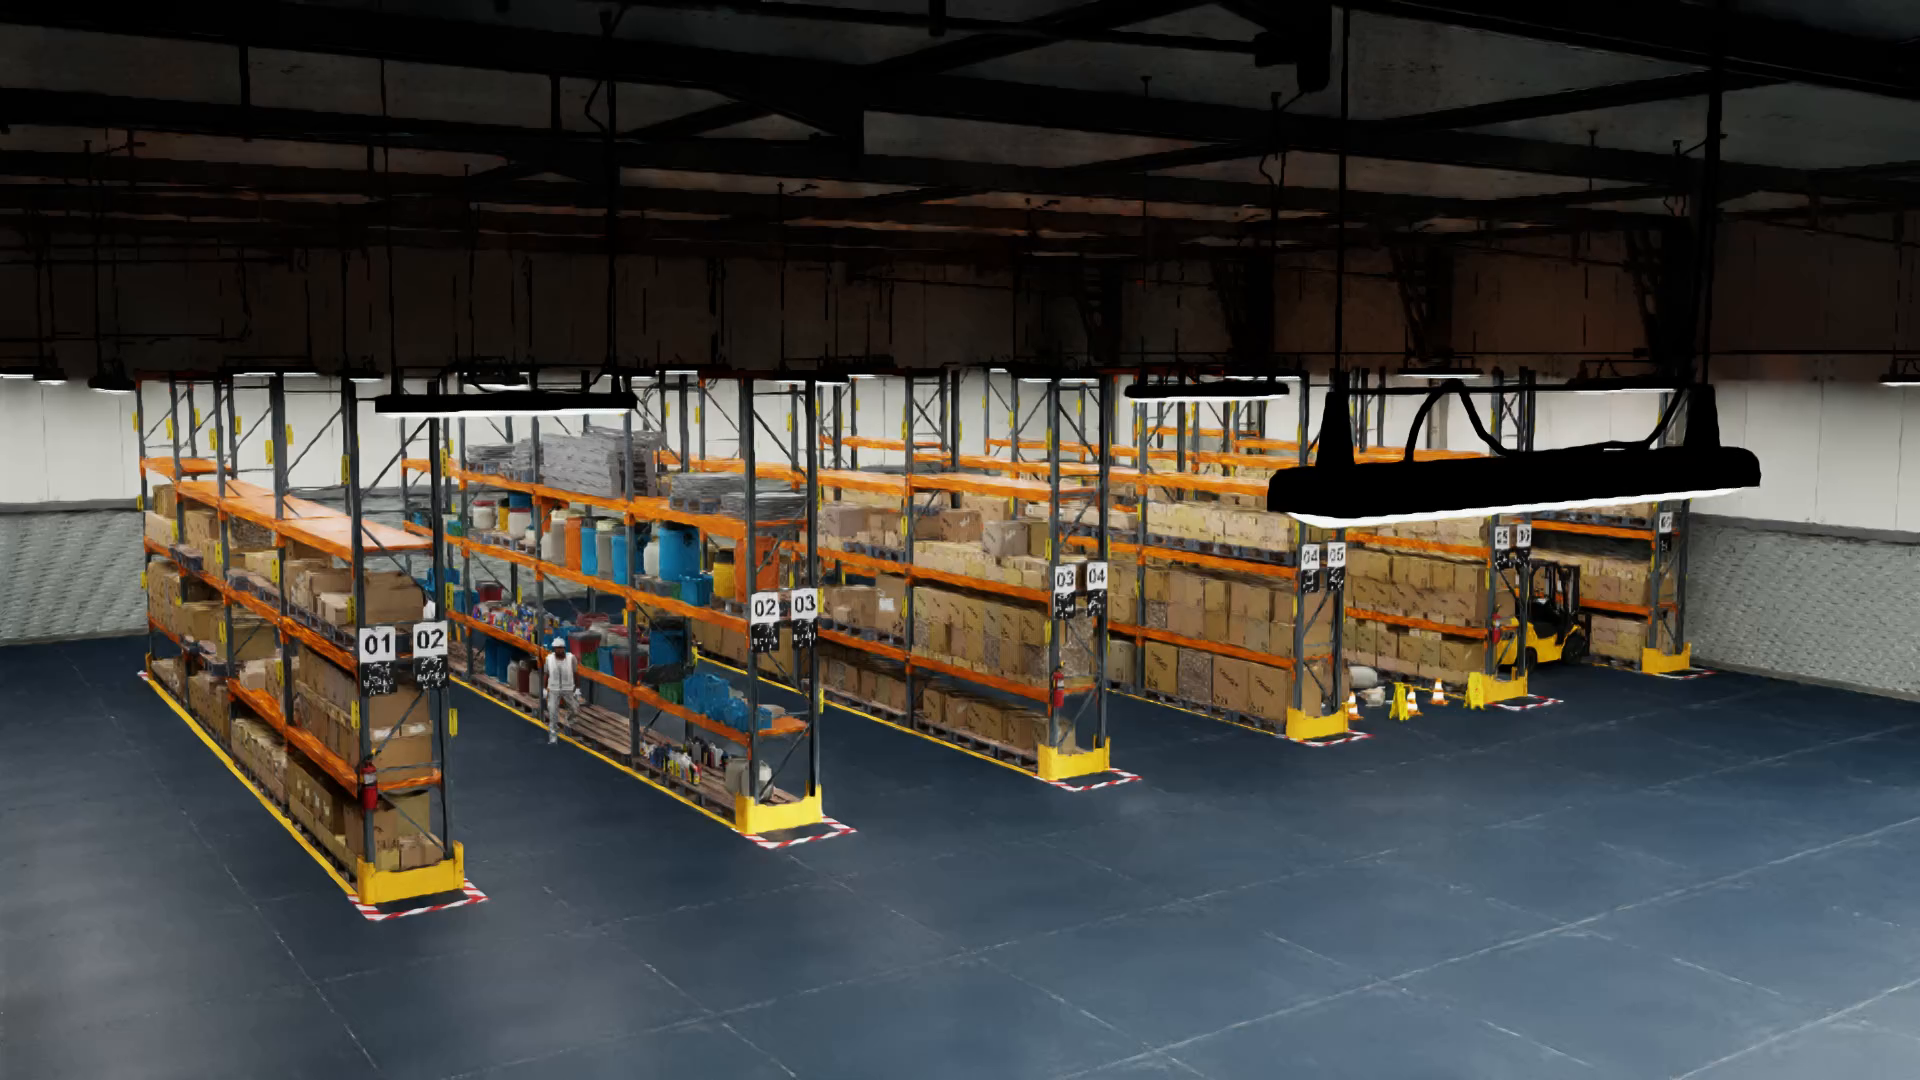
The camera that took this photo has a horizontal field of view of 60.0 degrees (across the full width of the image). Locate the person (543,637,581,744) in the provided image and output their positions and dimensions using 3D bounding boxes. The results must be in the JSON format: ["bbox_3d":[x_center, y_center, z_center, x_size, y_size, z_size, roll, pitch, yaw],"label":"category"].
[{"bbox_3d":[-6.496,2.424,27.104,0.602,1.733,0.992,-2,7,-14],"label":"person"}]

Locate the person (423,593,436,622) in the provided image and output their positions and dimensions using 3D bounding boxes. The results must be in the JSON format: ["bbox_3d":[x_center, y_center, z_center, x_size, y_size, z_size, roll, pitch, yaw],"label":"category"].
[{"bbox_3d":[-10.599,1.781,32.878,0.616,1.714,0.971,-2,7,-13],"label":"person"}]

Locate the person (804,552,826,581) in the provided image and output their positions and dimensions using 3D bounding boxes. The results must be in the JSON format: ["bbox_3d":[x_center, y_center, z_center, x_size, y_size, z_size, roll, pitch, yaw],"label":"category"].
[{"bbox_3d":[-3.933,0.346,45.393,0.631,1.733,1.019,-1,7,-10],"label":"person"}]
